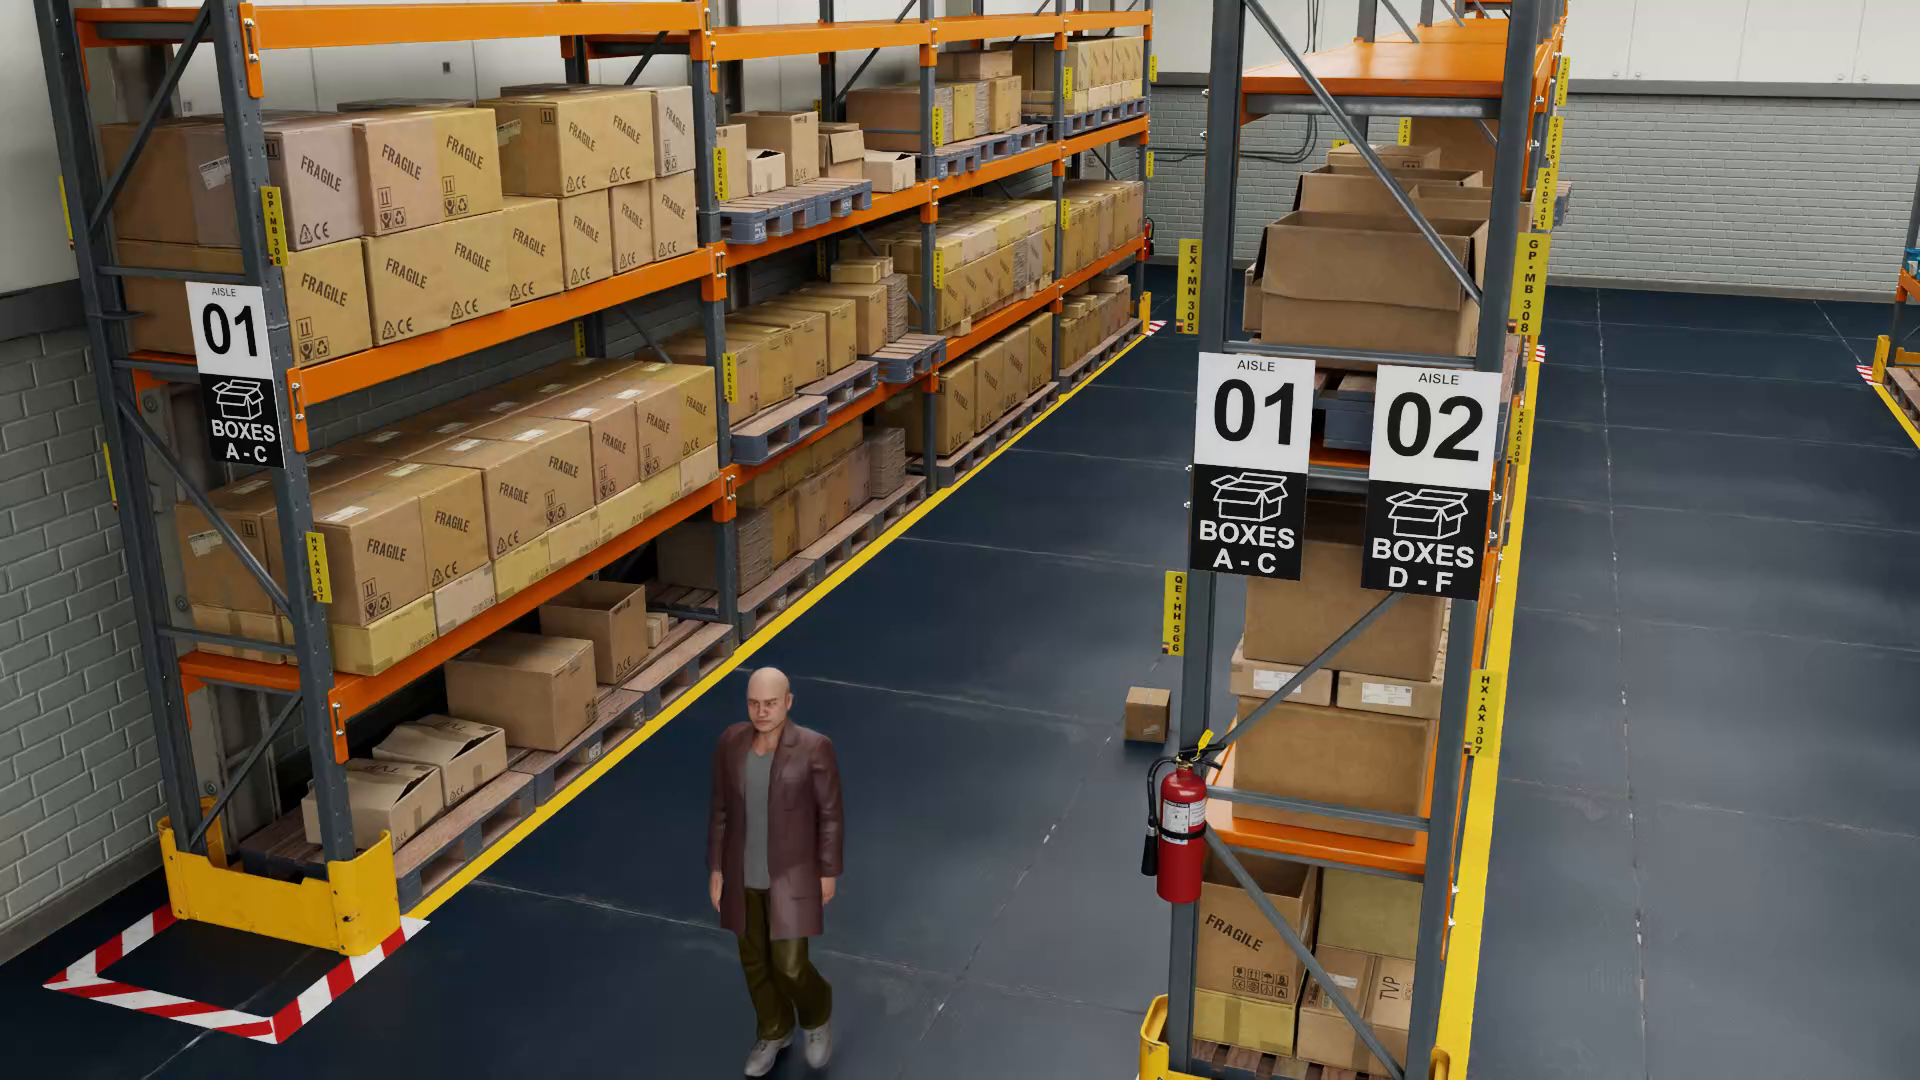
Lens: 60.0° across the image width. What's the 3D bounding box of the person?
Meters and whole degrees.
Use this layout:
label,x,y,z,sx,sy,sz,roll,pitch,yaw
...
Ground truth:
label,x,y,z,sx,sy,sz,roll,pitch,yaw
person,-0.779,1.387,6.850,0.569,1.791,0.503,7,20,19
